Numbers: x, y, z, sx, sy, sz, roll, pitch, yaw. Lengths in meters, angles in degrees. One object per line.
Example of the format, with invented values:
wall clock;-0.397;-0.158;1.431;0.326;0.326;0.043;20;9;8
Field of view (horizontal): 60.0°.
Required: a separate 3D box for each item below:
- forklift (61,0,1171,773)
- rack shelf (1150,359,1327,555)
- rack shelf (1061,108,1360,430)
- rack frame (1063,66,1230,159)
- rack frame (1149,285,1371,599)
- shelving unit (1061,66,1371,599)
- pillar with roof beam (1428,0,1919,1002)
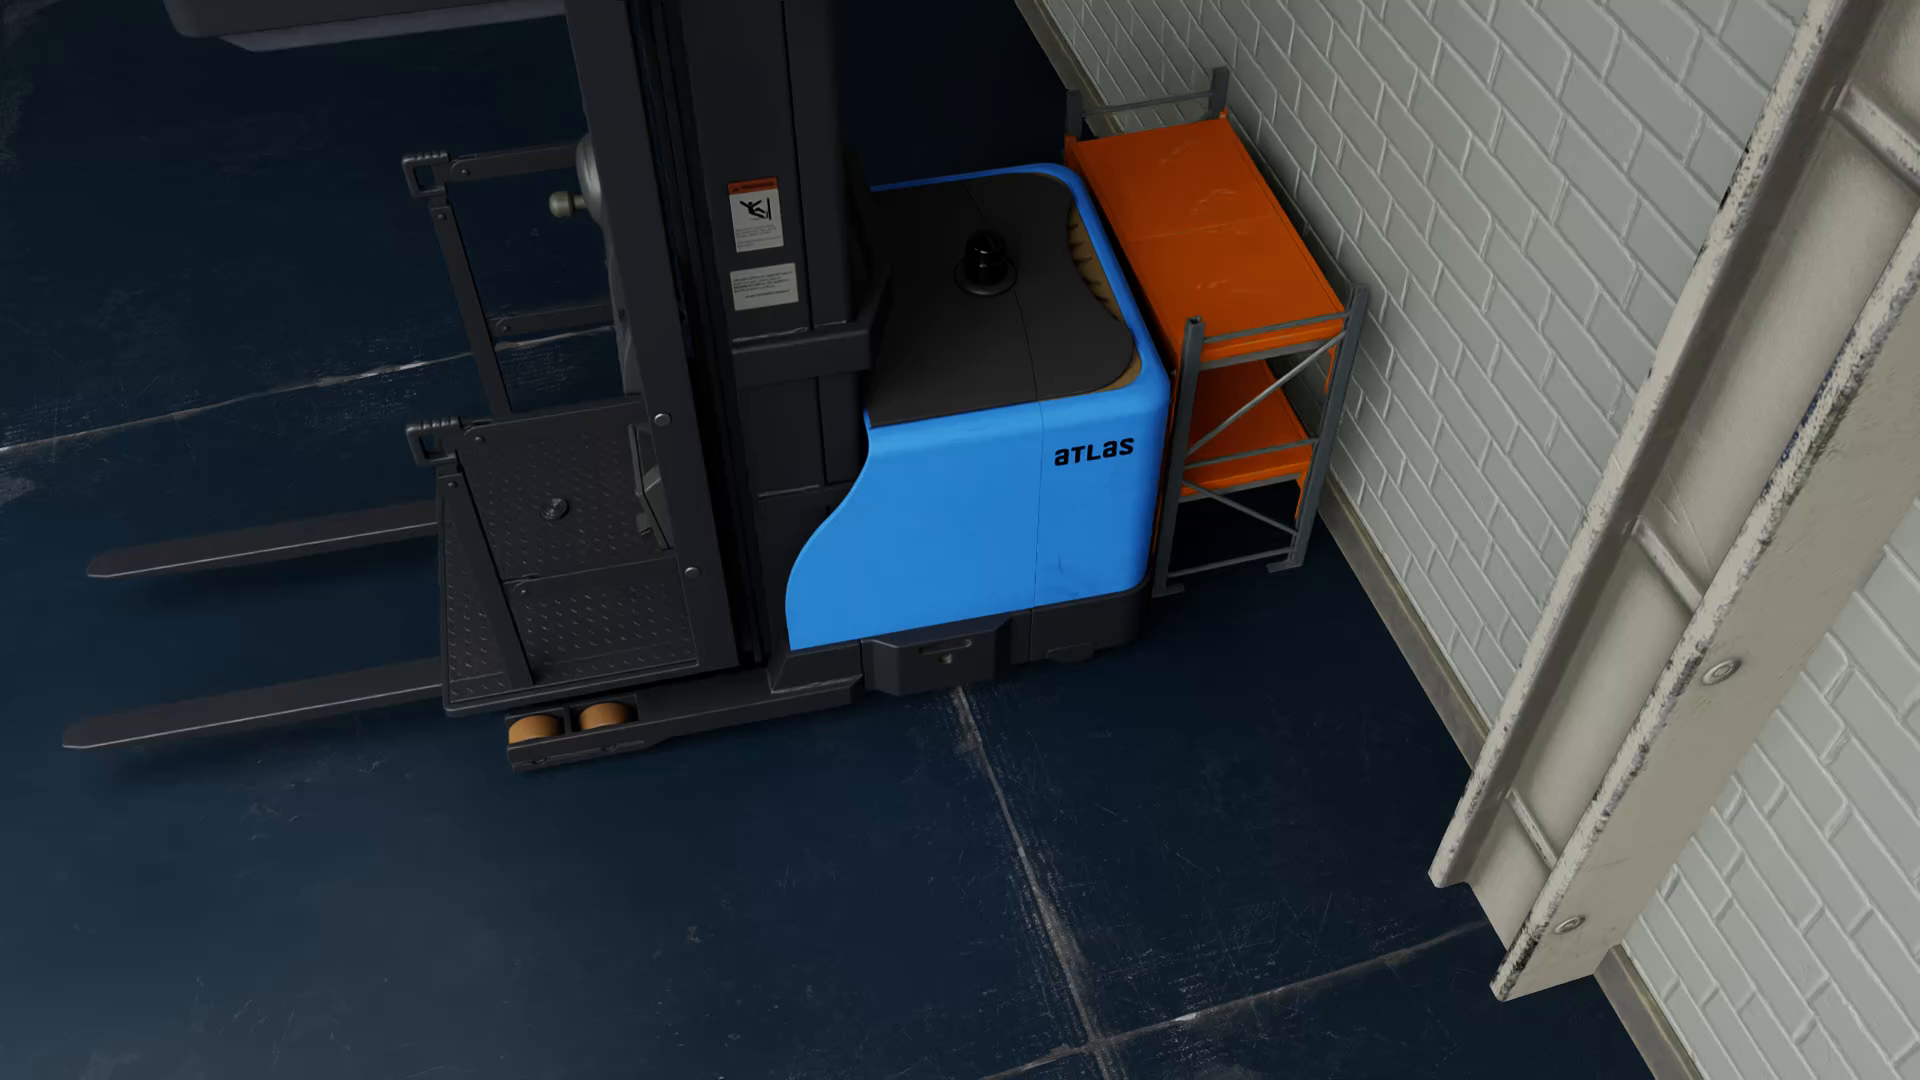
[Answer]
forklift;-1.021;-0.744;3.960;3.031;2.935;1.130;-10;51;-8
rack shelf;0.692;-0.462;5.223;0.538;0.278;1.000;-12;51;-10
rack shelf;0.692;-0.808;4.813;0.538;0.278;1.000;-12;51;-10
rack frame;0.560;-0.995;5.353;0.500;1.125;0.032;-12;51;-10
rack frame;0.824;-0.244;4.720;0.500;1.125;0.032;-12;51;-10
shelving unit;0.692;-0.619;5.036;0.538;1.125;1.048;-12;51;-10
pillar with roof beam;-2.645;-0.924;0.143;9.100;9.000;0.400;-13;51;-11
